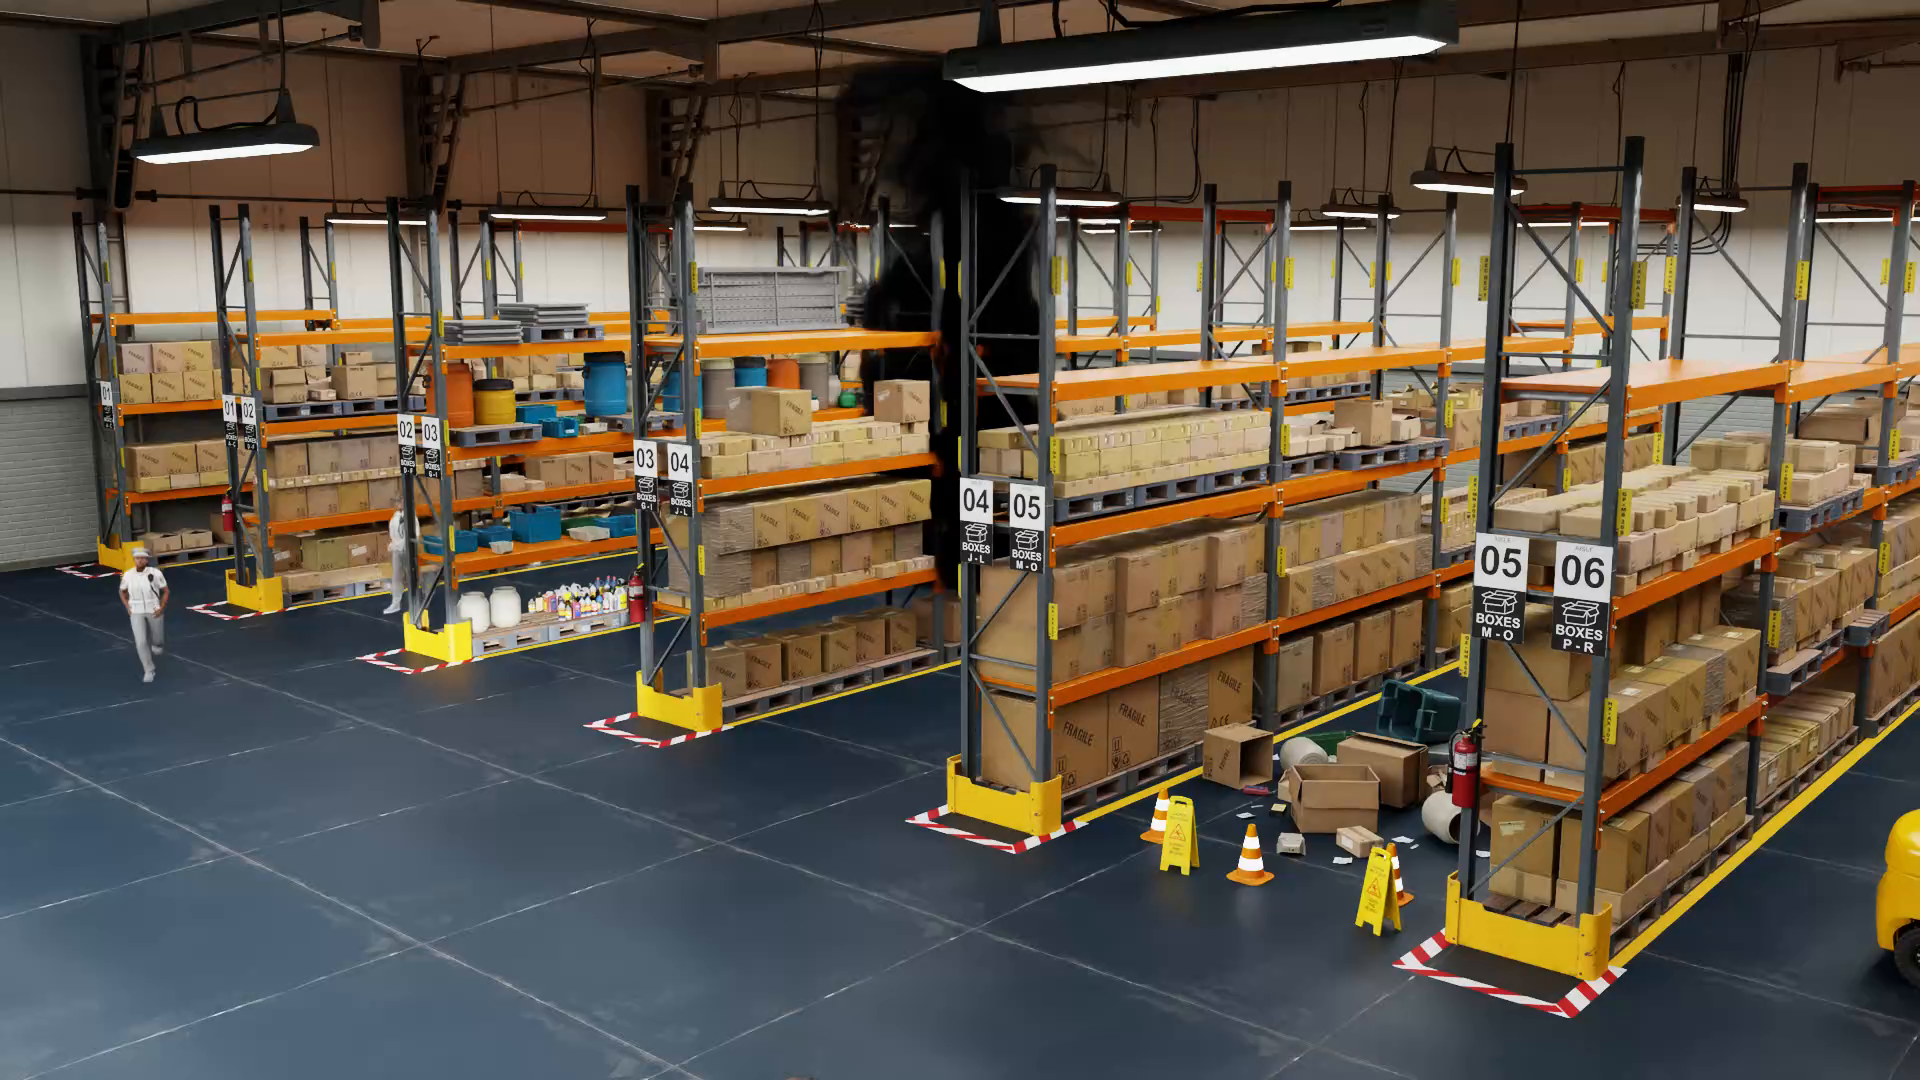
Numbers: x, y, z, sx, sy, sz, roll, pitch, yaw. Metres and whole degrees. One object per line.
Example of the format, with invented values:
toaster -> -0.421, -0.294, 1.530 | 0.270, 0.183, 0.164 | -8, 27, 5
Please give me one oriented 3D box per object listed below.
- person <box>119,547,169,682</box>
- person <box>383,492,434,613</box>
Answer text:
person -> -10.268, 0.907, 20.961 | 0.573, 1.679, 0.809 | -5, 10, -25
person -> -7.832, 0.162, 23.440 | 0.642, 1.700, 0.807 | 6, 11, 33
